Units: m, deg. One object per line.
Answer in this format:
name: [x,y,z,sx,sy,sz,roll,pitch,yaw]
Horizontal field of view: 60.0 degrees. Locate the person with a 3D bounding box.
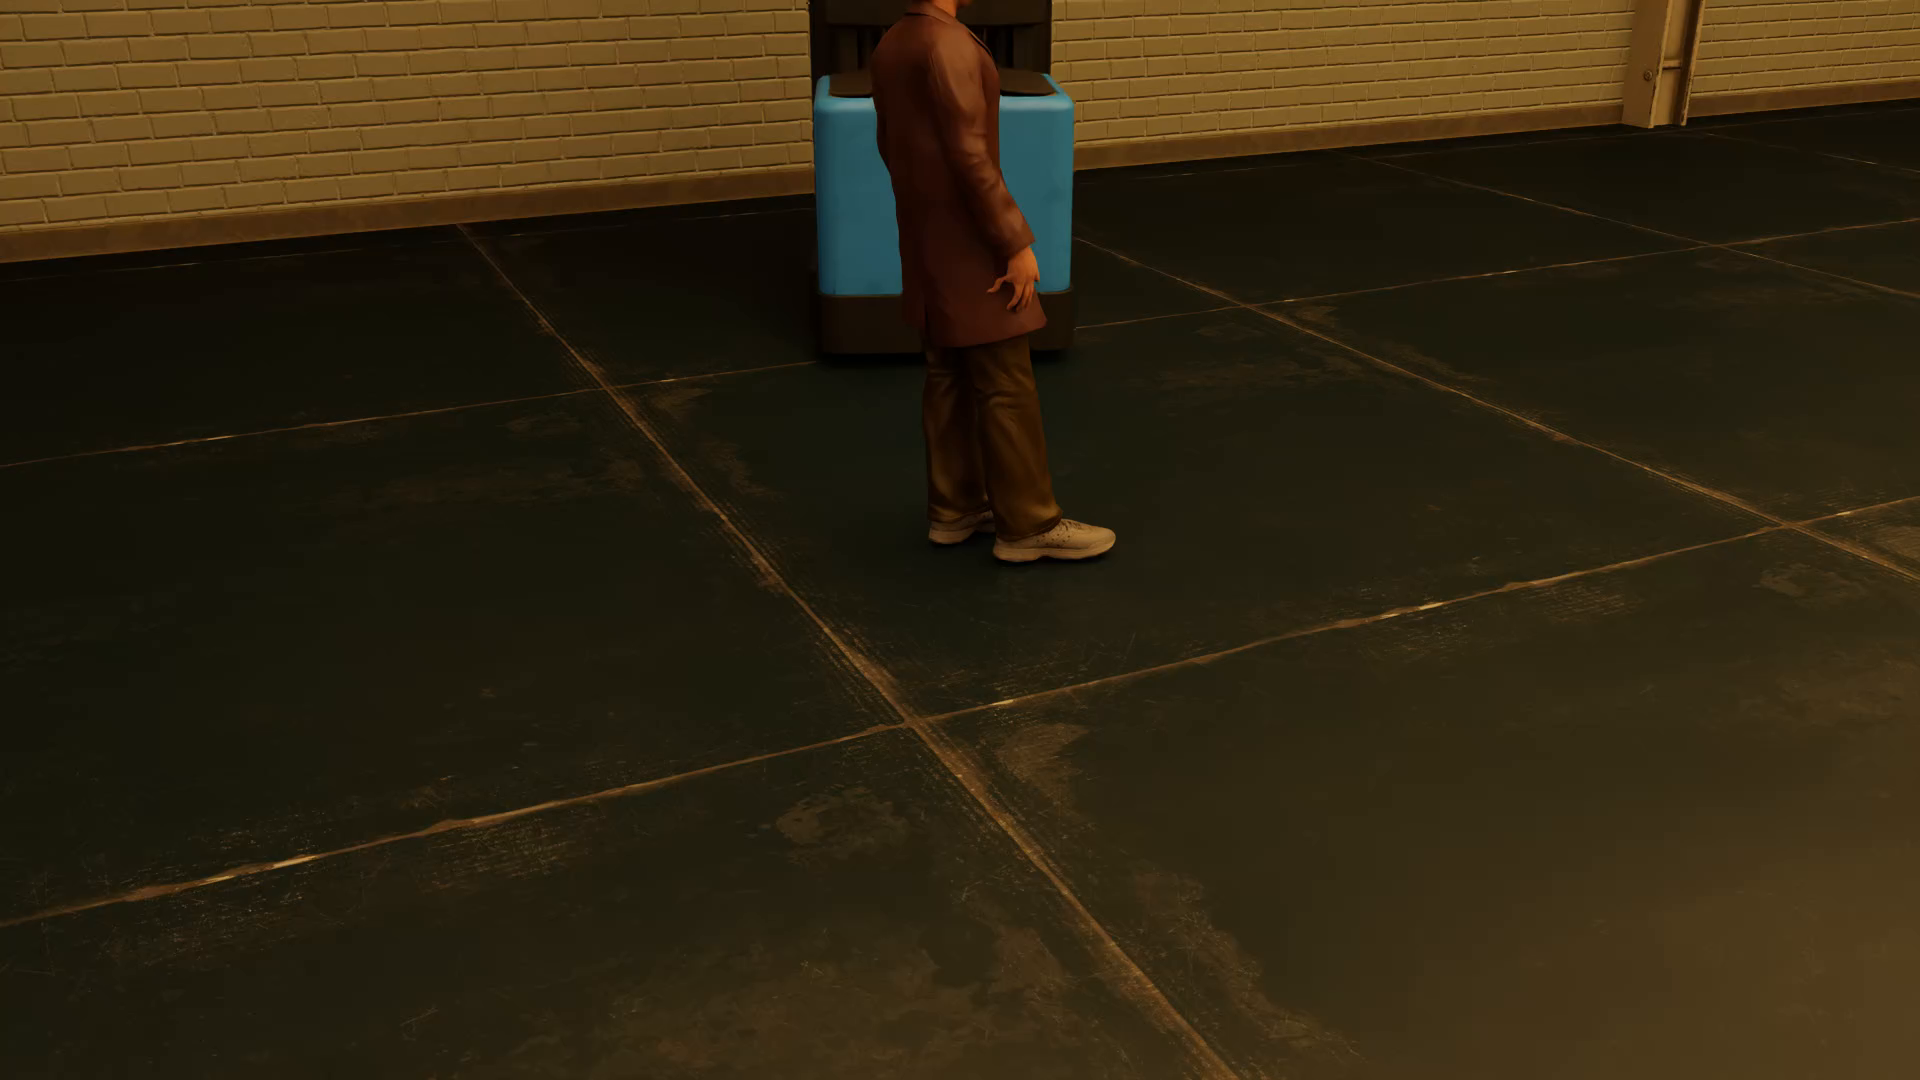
person: [0.085,-0.841,4.796,0.579,1.778,0.696,-10,25,-23]

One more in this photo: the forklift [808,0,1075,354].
forklift: [-0.149,-2.627,7.610,1.130,2.935,3.031,-1,23,-3]
